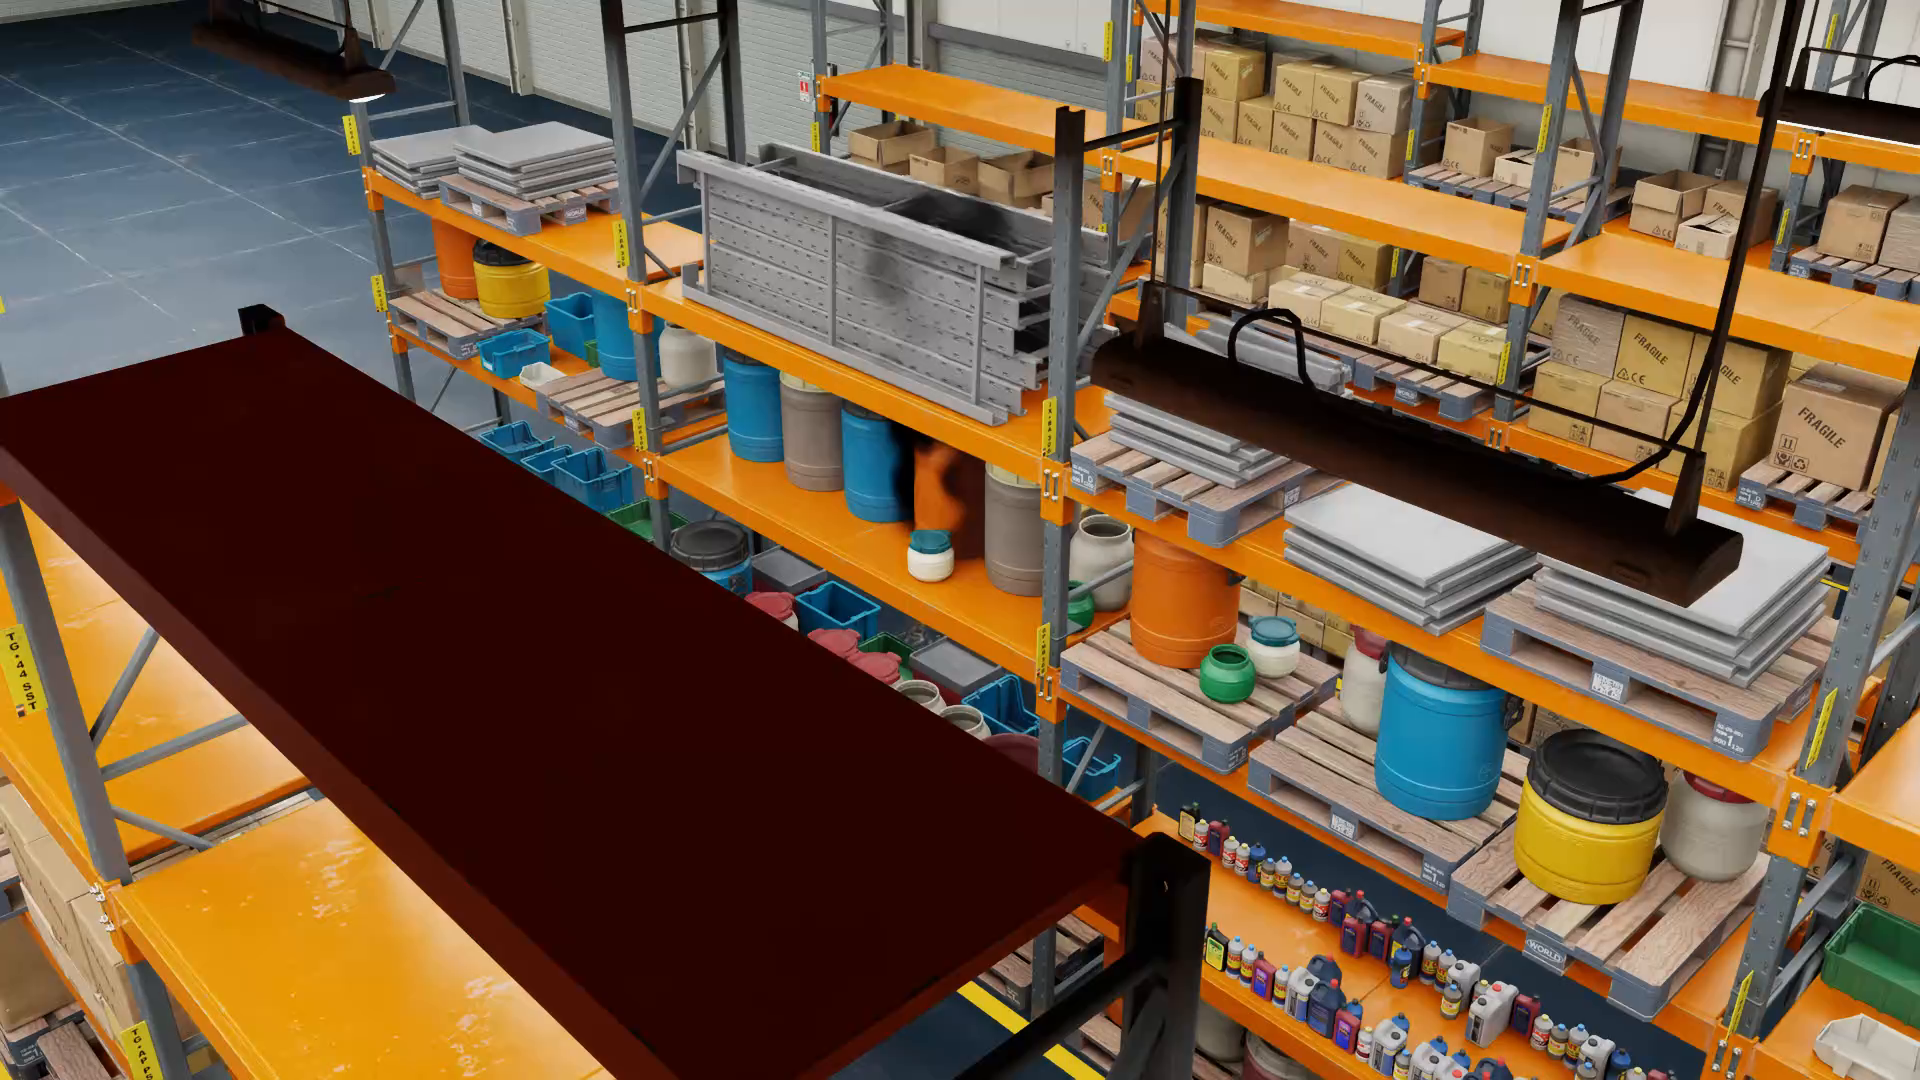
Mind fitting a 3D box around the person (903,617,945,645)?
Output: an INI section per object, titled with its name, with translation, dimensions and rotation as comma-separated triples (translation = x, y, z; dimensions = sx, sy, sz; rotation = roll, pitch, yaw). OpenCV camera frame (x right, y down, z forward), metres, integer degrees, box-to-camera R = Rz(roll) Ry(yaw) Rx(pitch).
[person]
translation = -0.261, 0.328, 14.462
dimensions = 0.785, 1.749, 0.598
rotation = 17, 33, 29
